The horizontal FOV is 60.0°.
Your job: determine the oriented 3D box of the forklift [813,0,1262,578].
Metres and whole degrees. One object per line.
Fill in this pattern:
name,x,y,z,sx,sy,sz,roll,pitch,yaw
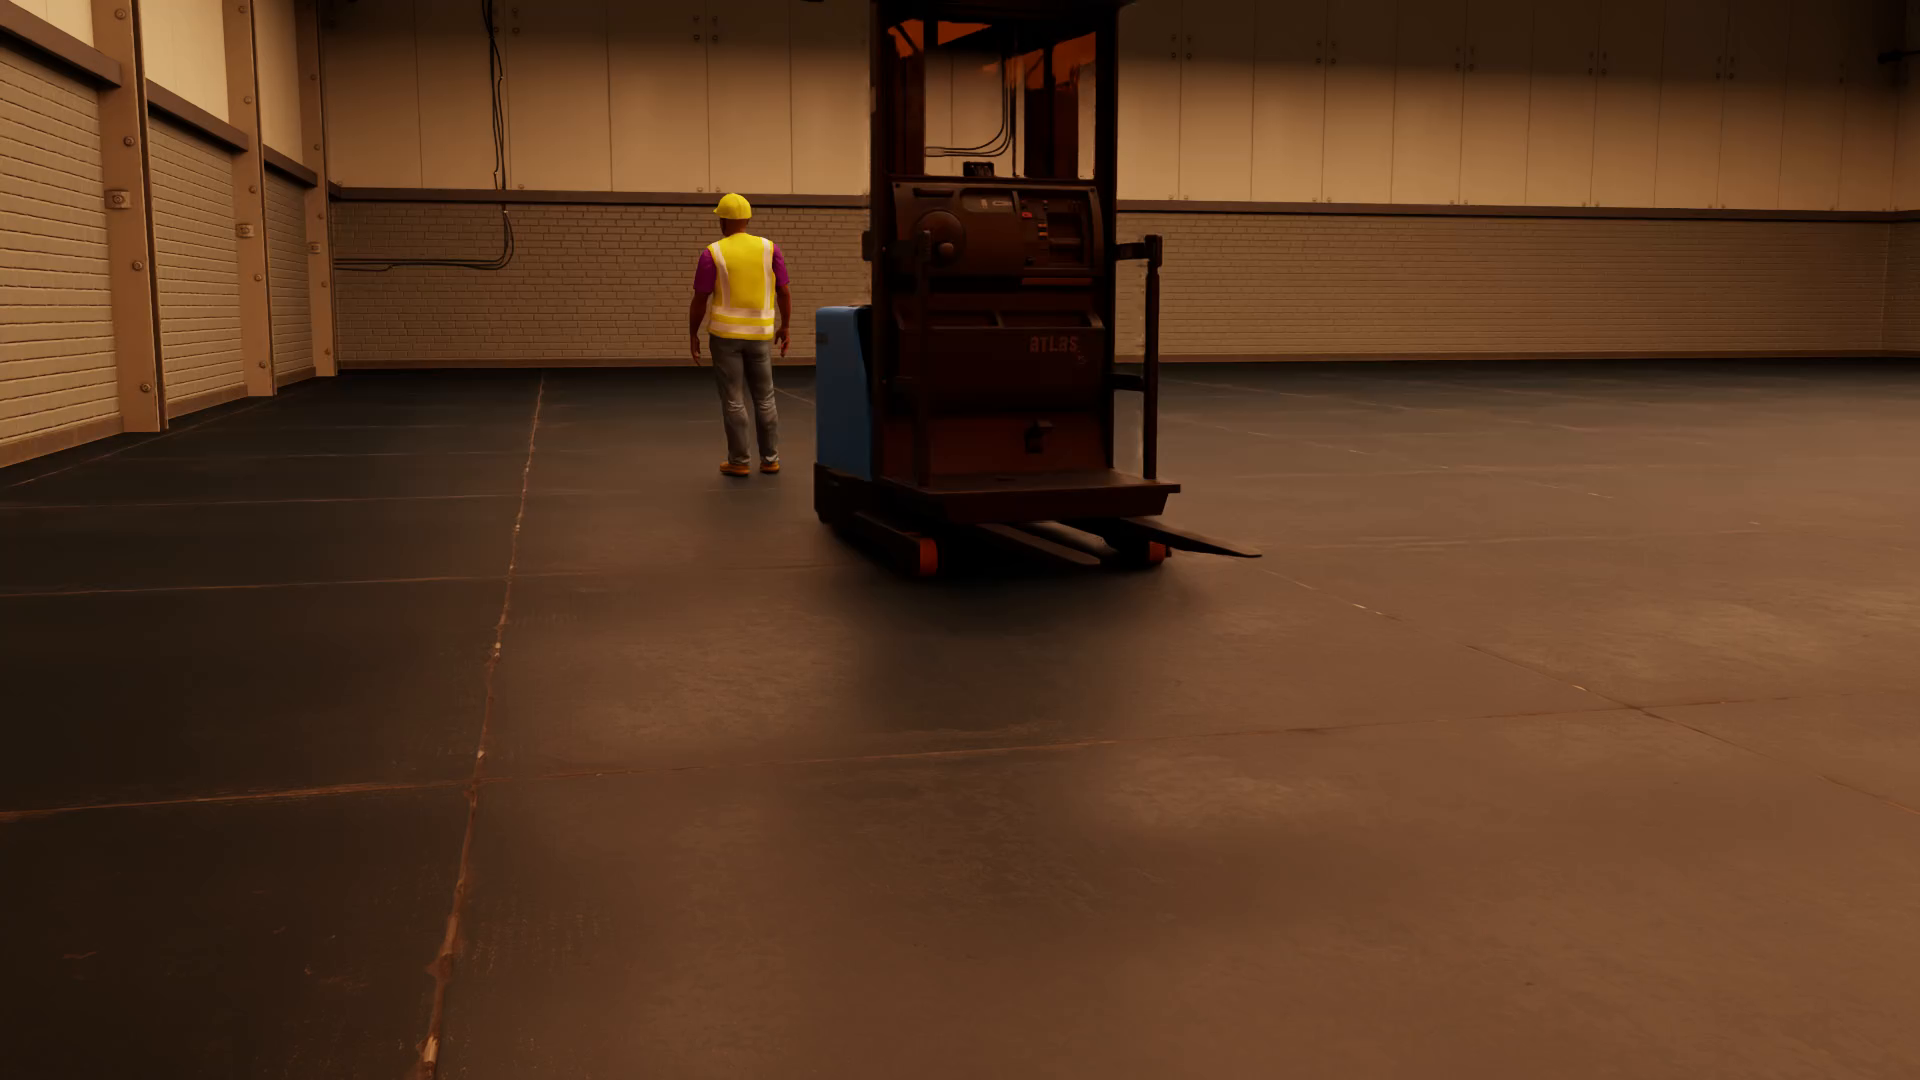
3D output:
forklift,0.235,-1.363,6.870,1.130,2.935,3.031,-3,8,-19

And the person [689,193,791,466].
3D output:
person,-1.387,-1.323,10.523,0.666,1.706,0.420,-3,9,-23
